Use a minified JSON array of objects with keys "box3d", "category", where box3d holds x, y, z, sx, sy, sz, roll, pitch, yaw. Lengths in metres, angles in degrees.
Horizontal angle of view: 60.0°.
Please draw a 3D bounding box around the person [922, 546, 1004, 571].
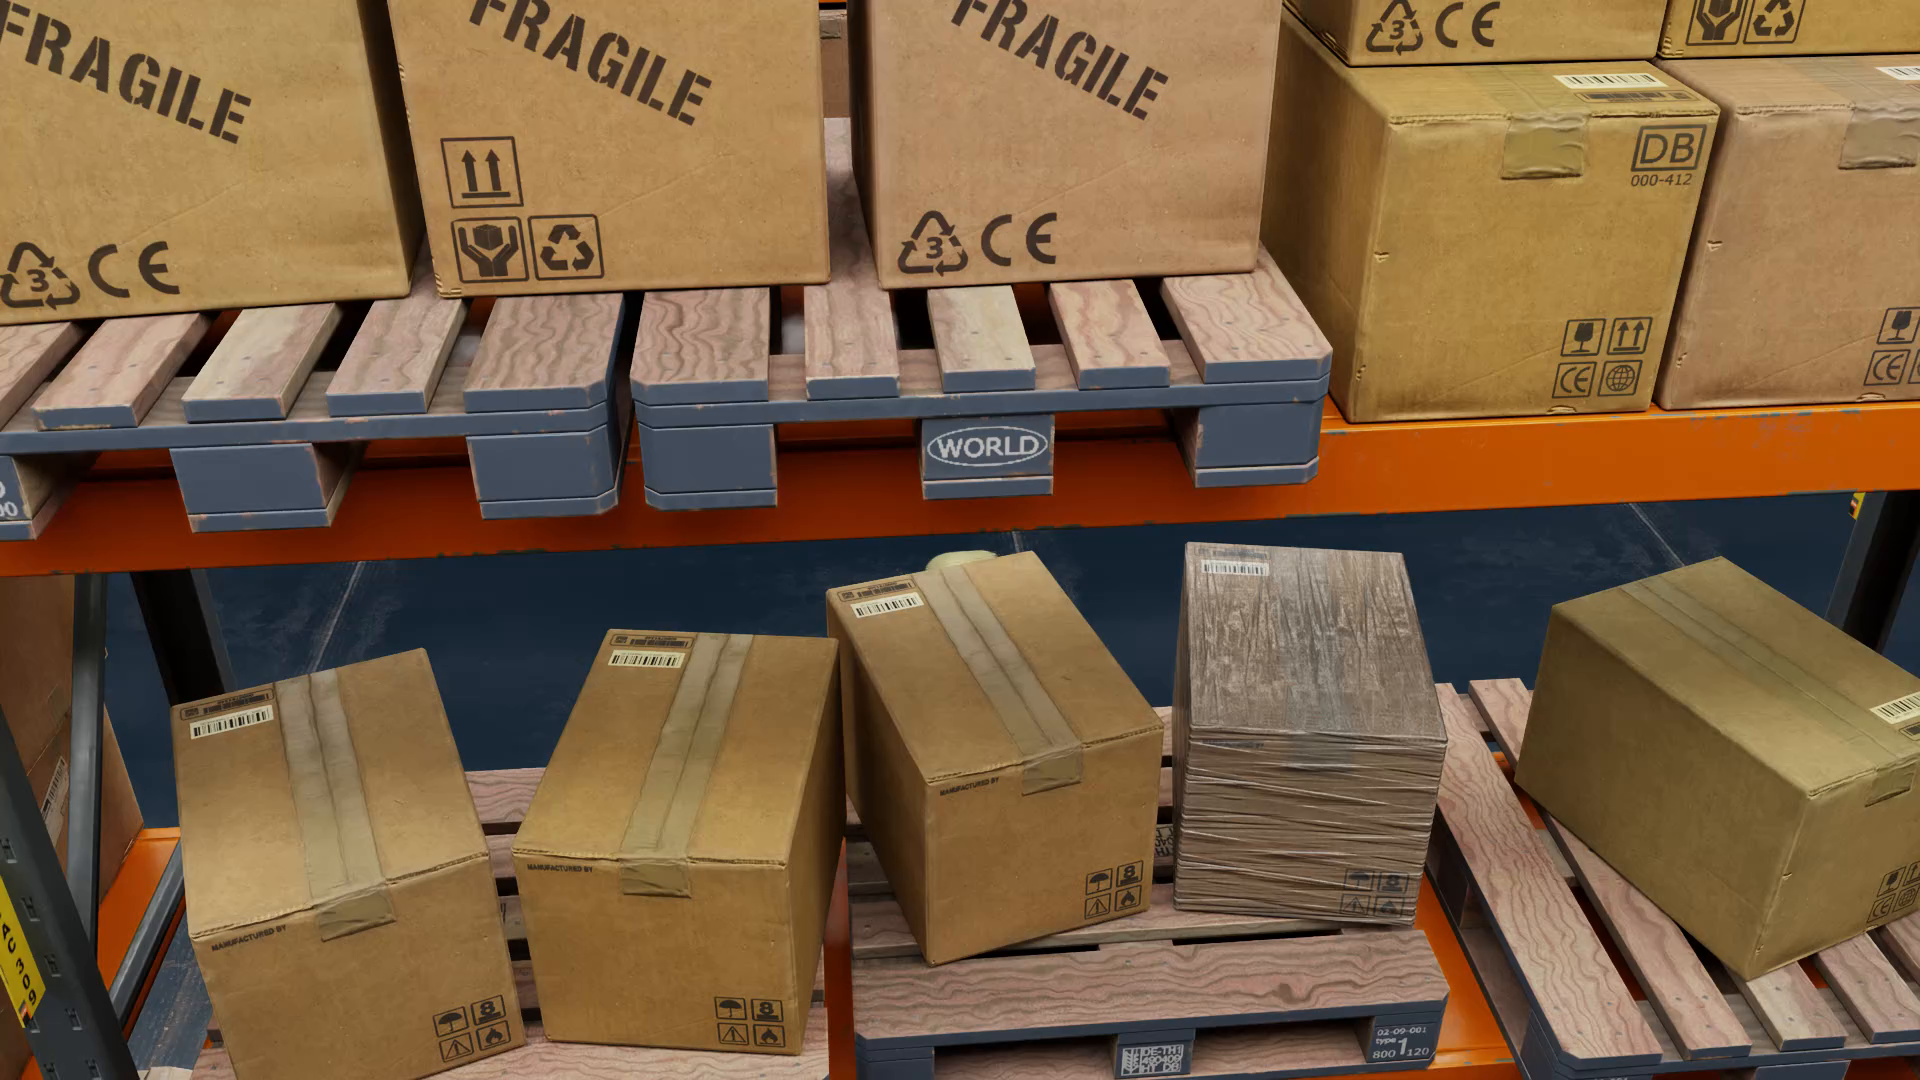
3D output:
[{"box3d":[0.066,0.534,5.706,0.434,1.209,0.839,-4,31,-6],"category":"person"}]
